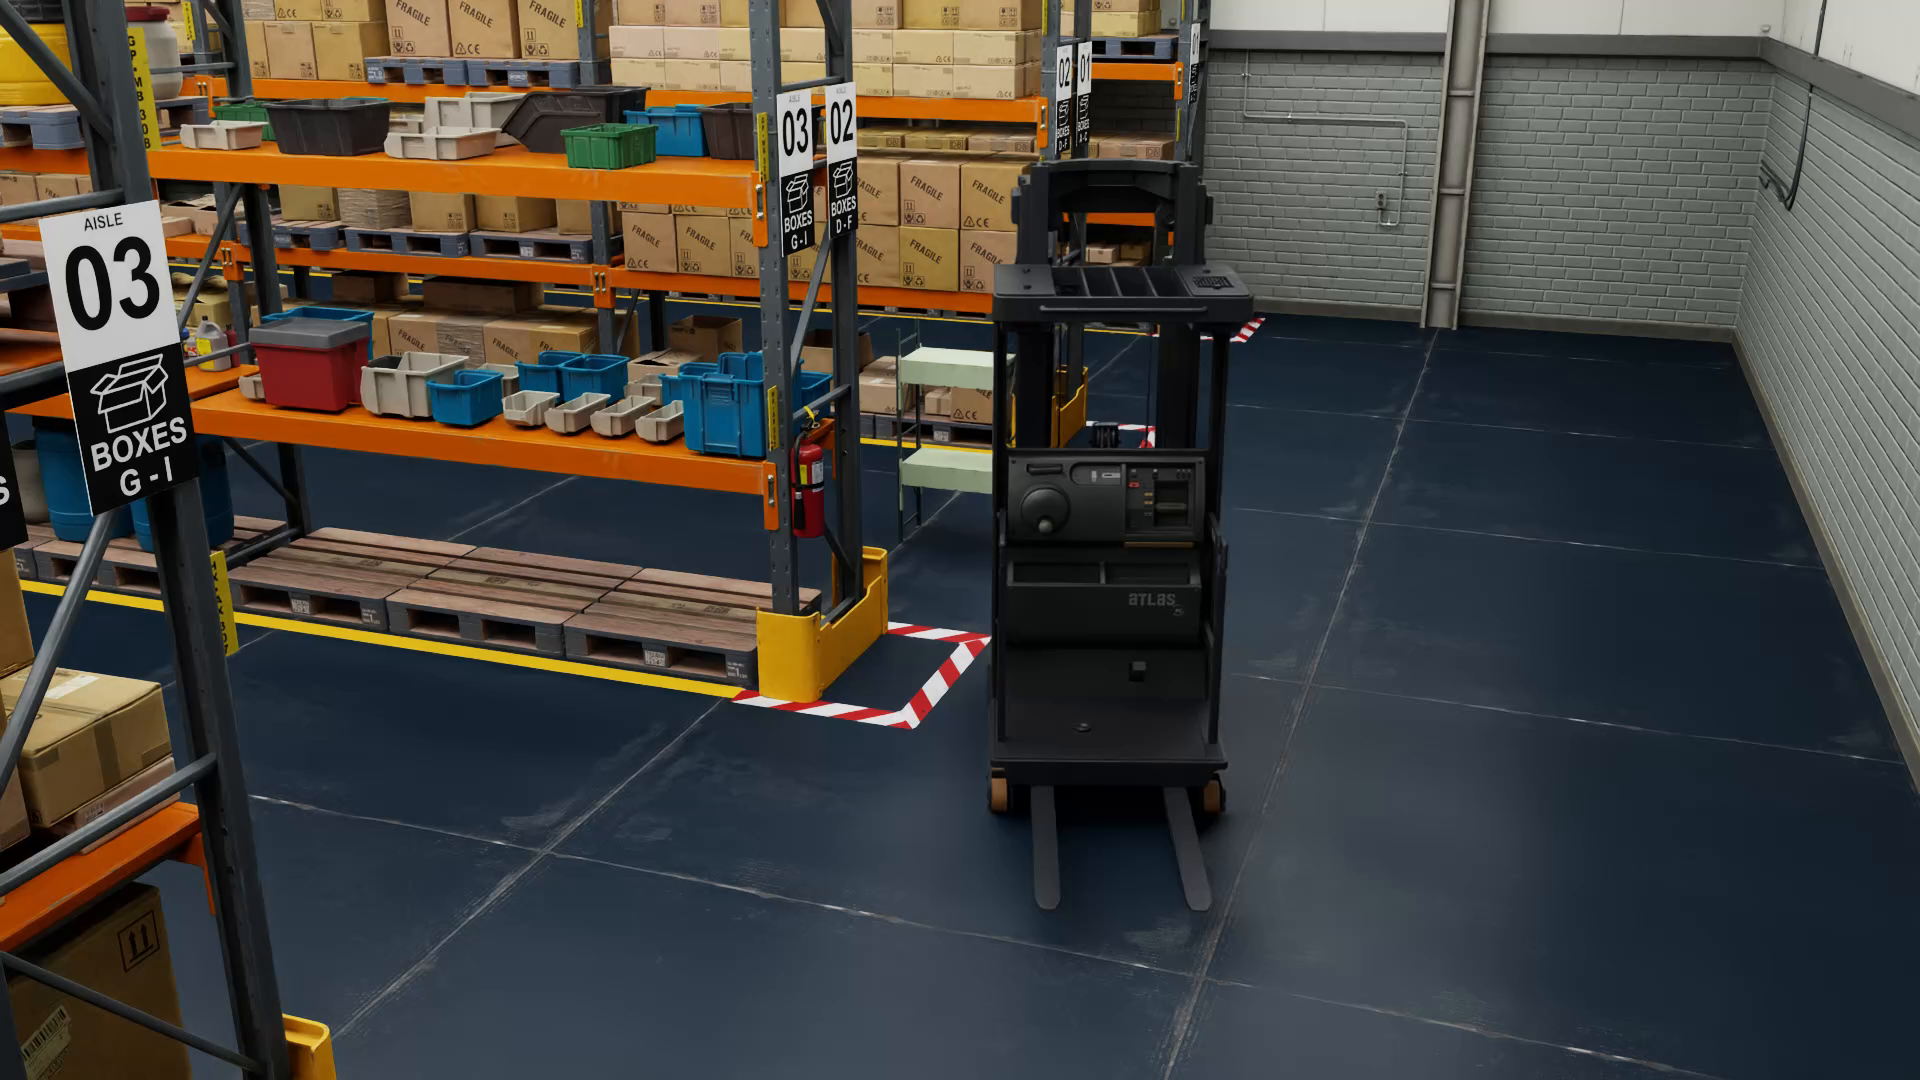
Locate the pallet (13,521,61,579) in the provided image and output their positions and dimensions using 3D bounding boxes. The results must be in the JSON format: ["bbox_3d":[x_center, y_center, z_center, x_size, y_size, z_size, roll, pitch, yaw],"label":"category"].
[{"bbox_3d":[-6.445,-0.065,11.442,1.213,0.211,1.003,7,20,18],"label":"pallet"}]

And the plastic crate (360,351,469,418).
[{"bbox_3d":[-3.192,-0.904,9.703,0.530,0.282,0.437,7,20,18],"label":"plastic crate"}]

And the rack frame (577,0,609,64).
[{"bbox_3d":[-2.945,-5.527,13.760,0.127,3.000,1.000,7,20,18],"label":"rack frame"}]

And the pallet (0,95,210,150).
[{"bbox_3d":[-5.346,-2.536,10.024,1.003,0.211,1.213,7,20,18],"label":"pallet"}]

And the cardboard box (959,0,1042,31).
[{"bbox_3d":[0.343,-4.248,12.978,0.500,0.500,0.700,7,20,18],"label":"cardboard box"}]

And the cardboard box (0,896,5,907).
[{"bbox_3d":[-2.865,1.000,4.531,0.250,0.149,0.380,7,20,19],"label":"cardboard box"}]

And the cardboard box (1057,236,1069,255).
[{"bbox_3d":[1.231,-3.302,18.665,0.250,0.149,0.380,7,20,19],"label":"cardboard box"}]

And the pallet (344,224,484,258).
[{"bbox_3d":[-4.885,-2.827,15.420,1.213,0.211,1.003,7,20,18],"label":"pallet"}]

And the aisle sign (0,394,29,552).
[{"bbox_3d":[-2.451,-0.309,3.955,0.004,0.787,0.394,7,20,18],"label":"aisle sign"}]

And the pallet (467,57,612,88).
[{"bbox_3d":[-3.538,-4.114,14.550,1.003,0.211,1.213,7,20,18],"label":"pallet"}]

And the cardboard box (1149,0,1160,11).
[{"bbox_3d":[1.846,-5.902,17.691,0.500,0.500,0.500,6,20,16],"label":"cardboard box"}]

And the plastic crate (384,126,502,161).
[{"bbox_3d":[-2.829,-2.160,9.060,0.530,0.136,0.437,7,20,18],"label":"plastic crate"}]

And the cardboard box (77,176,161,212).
[{"bbox_3d":[-8.314,-3.349,16.476,0.500,0.500,0.500,5,20,15],"label":"cardboard box"}]

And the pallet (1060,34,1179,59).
[{"bbox_3d":[1.752,-5.254,17.669,1.213,0.211,1.003,7,20,18],"label":"pallet"}]

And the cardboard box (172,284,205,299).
[{"bbox_3d":[-7.792,-2.325,16.376,0.500,0.311,0.500,6,20,17],"label":"cardboard box"}]

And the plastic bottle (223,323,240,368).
[{"bbox_3d":[-4.780,-1.271,10.844,0.133,0.283,0.061,7,20,18],"label":"plastic bottle"}]

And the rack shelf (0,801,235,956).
[{"bbox_3d":[-4.310,0.941,5.411,4.000,0.370,1.077,7,20,18],"label":"rack shelf"}]

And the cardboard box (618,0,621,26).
[{"bbox_3d":[-3.588,-6.199,19.425,0.500,0.500,0.700,8,21,21],"label":"cardboard box"}]

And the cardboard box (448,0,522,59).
[{"bbox_3d":[-4.035,-4.546,14.561,0.600,0.600,0.600,6,20,17],"label":"cardboard box"}]

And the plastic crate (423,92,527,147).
[{"bbox_3d":[-2.788,-2.418,9.579,0.530,0.282,0.437,7,20,18],"label":"plastic crate"}]

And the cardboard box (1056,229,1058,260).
[{"bbox_3d":[0.501,-2.439,13.864,0.500,0.500,0.500,7,20,19],"label":"cardboard box"}]

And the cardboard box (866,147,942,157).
[{"bbox_3d":[-0.466,-3.021,14.015,0.500,0.500,0.500,7,20,19],"label":"cardboard box"}]

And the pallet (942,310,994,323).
[{"bbox_3d":[0.526,-2.680,18.945,1.213,0.211,1.003,7,20,18],"label":"pallet"}]

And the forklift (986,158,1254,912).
[{"bbox_3d":[0.692,-0.192,7.673,1.130,2.935,3.031,0,19,1],"label":"forklift"}]

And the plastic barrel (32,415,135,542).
[{"bbox_3d":[-5.751,-0.502,11.010,0.708,0.901,0.600,7,20,18],"label":"plastic barrel"}]

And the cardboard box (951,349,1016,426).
[{"bbox_3d":[0.239,-1.271,13.796,0.500,0.500,0.500,7,20,18],"label":"cardboard box"}]

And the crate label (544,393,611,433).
[{"bbox_3d":[-2.165,-0.716,9.383,0.243,0.136,0.396,7,20,18],"label":"crate label"}]

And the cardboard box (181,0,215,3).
[{"bbox_3d":[-9.442,-7.014,20.882,0.500,0.500,0.500,5,20,13],"label":"cardboard box"}]

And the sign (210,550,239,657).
[{"bbox_3d":[-2.233,0.200,5.011,0.005,0.325,0.100,7,20,18],"label":"sign"}]

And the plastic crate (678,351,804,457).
[{"bbox_3d":[-1.173,-0.745,9.012,0.499,0.435,0.616,7,20,18],"label":"plastic crate"}]

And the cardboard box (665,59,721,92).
[{"bbox_3d":[-2.096,-3.855,13.749,0.500,0.250,0.500,7,20,18],"label":"cardboard box"}]

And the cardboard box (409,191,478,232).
[{"bbox_3d":[-4.634,-3.111,15.155,0.500,0.500,0.700,1,19,4],"label":"cardboard box"}]

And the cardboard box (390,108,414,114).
[{"bbox_3d":[-7.252,-5.164,21.014,0.500,0.500,0.700,10,21,26],"label":"cardboard box"}]

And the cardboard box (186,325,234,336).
[{"bbox_3d":[-7.300,-2.007,16.316,0.500,0.250,0.500,7,20,19],"label":"cardboard box"}]

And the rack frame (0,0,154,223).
[{"bbox_3d":[-2.421,-2.015,3.686,0.127,3.000,1.000,7,20,18],"label":"rack frame"}]

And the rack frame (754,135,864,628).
[{"bbox_3d":[-0.795,-0.722,9.091,0.127,3.000,1.000,7,20,18],"label":"rack frame"}]

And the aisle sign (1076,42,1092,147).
[{"bbox_3d":[0.995,-3.573,13.321,0.004,0.787,0.394,7,20,18],"label":"aisle sign"}]

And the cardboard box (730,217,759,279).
[{"bbox_3d":[-1.596,-2.492,14.017,0.500,0.500,0.500,6,20,18],"label":"cardboard box"}]

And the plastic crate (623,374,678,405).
[{"bbox_3d":[-1.837,-0.889,9.878,0.298,0.136,0.250,7,20,18],"label":"plastic crate"}]

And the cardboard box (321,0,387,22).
[{"bbox_3d":[-5.350,-4.903,14.856,0.500,0.500,0.500,7,20,18],"label":"cardboard box"}]

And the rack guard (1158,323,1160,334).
[{"bbox_3d":[2.479,-2.620,18.332,0.348,0.500,1.175,7,20,18],"label":"rack guard"}]

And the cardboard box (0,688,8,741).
[{"bbox_3d":[-2.967,0.423,4.442,0.500,0.500,0.500,7,20,19],"label":"cardboard box"}]

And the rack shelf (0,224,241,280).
[{"bbox_3d":[-8.612,-3.002,16.725,4.000,0.370,1.077,7,20,18],"label":"rack shelf"}]

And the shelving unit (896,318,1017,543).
[{"bbox_3d":[-0.006,-0.709,11.331,0.755,1.500,0.431,7,20,18],"label":"shelving unit"}]

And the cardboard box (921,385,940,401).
[{"bbox_3d":[-0.059,-1.372,14.465,0.500,0.250,0.500,7,20,18],"label":"cardboard box"}]

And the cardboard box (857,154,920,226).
[{"bbox_3d":[-0.646,-2.853,13.532,0.500,0.500,0.500,7,20,20],"label":"cardboard box"}]

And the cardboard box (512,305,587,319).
[{"bbox_3d":[-3.829,-1.904,15.609,0.500,0.500,0.500,7,20,19],"label":"cardboard box"}]

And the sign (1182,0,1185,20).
[{"bbox_3d":[2.265,-5.432,16.822,0.005,0.325,0.100,7,20,18],"label":"sign"}]

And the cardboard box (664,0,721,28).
[{"bbox_3d":[-2.047,-4.491,13.675,0.500,0.500,0.700,7,20,18],"label":"cardboard box"}]

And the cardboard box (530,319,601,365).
[{"bbox_3d":[-3.505,-1.686,14.984,0.500,0.500,0.500,6,20,18],"label":"cardboard box"}]

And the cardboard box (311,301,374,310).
[{"bbox_3d":[-5.891,-1.961,15.773,0.500,0.500,0.500,6,20,16],"label":"cardboard box"}]

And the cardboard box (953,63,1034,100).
[{"bbox_3d":[0.262,-3.581,12.963,0.500,0.250,0.500,7,20,18],"label":"cardboard box"}]

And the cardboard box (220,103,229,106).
[{"bbox_3d":[-9.428,-5.346,21.415,0.500,0.500,0.500,6,20,18],"label":"cardboard box"}]

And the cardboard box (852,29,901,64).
[{"bbox_3d":[-0.679,-3.929,13.202,0.500,0.250,0.500,7,20,18],"label":"cardboard box"}]

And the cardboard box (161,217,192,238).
[{"bbox_3d":[-7.663,-3.019,16.061,0.250,0.149,0.380,7,20,18],"label":"cardboard box"}]

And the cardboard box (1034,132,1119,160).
[{"bbox_3d":[1.280,-4.071,18.243,0.700,0.700,0.980,6,20,18],"label":"cardboard box"}]

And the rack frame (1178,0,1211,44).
[{"bbox_3d":[2.456,-6.635,16.940,0.127,3.000,1.000,7,20,18],"label":"rack frame"}]
